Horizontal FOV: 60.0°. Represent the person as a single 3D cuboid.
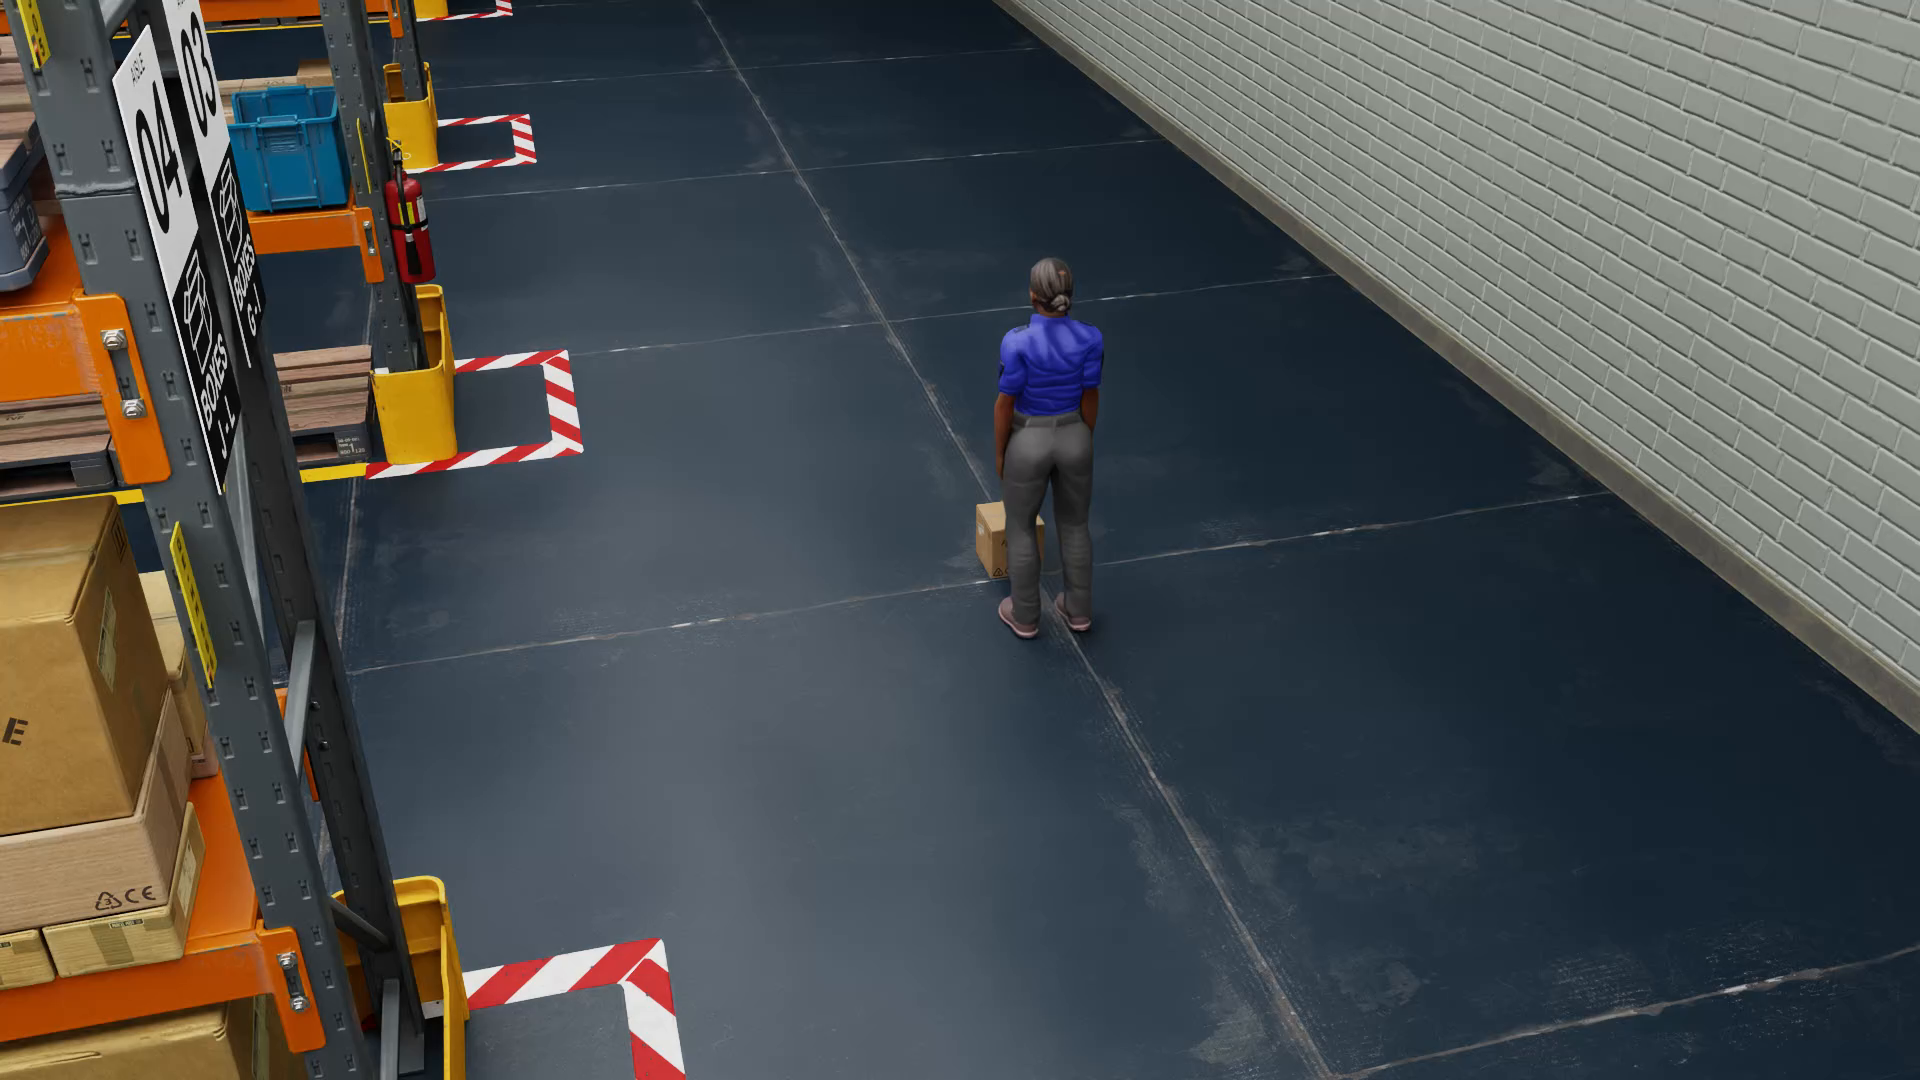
[{"bbox_3d":[0.345,-0.363,6.762,0.436,1.662,0.299,-7,31,-12],"label":"person"}]
